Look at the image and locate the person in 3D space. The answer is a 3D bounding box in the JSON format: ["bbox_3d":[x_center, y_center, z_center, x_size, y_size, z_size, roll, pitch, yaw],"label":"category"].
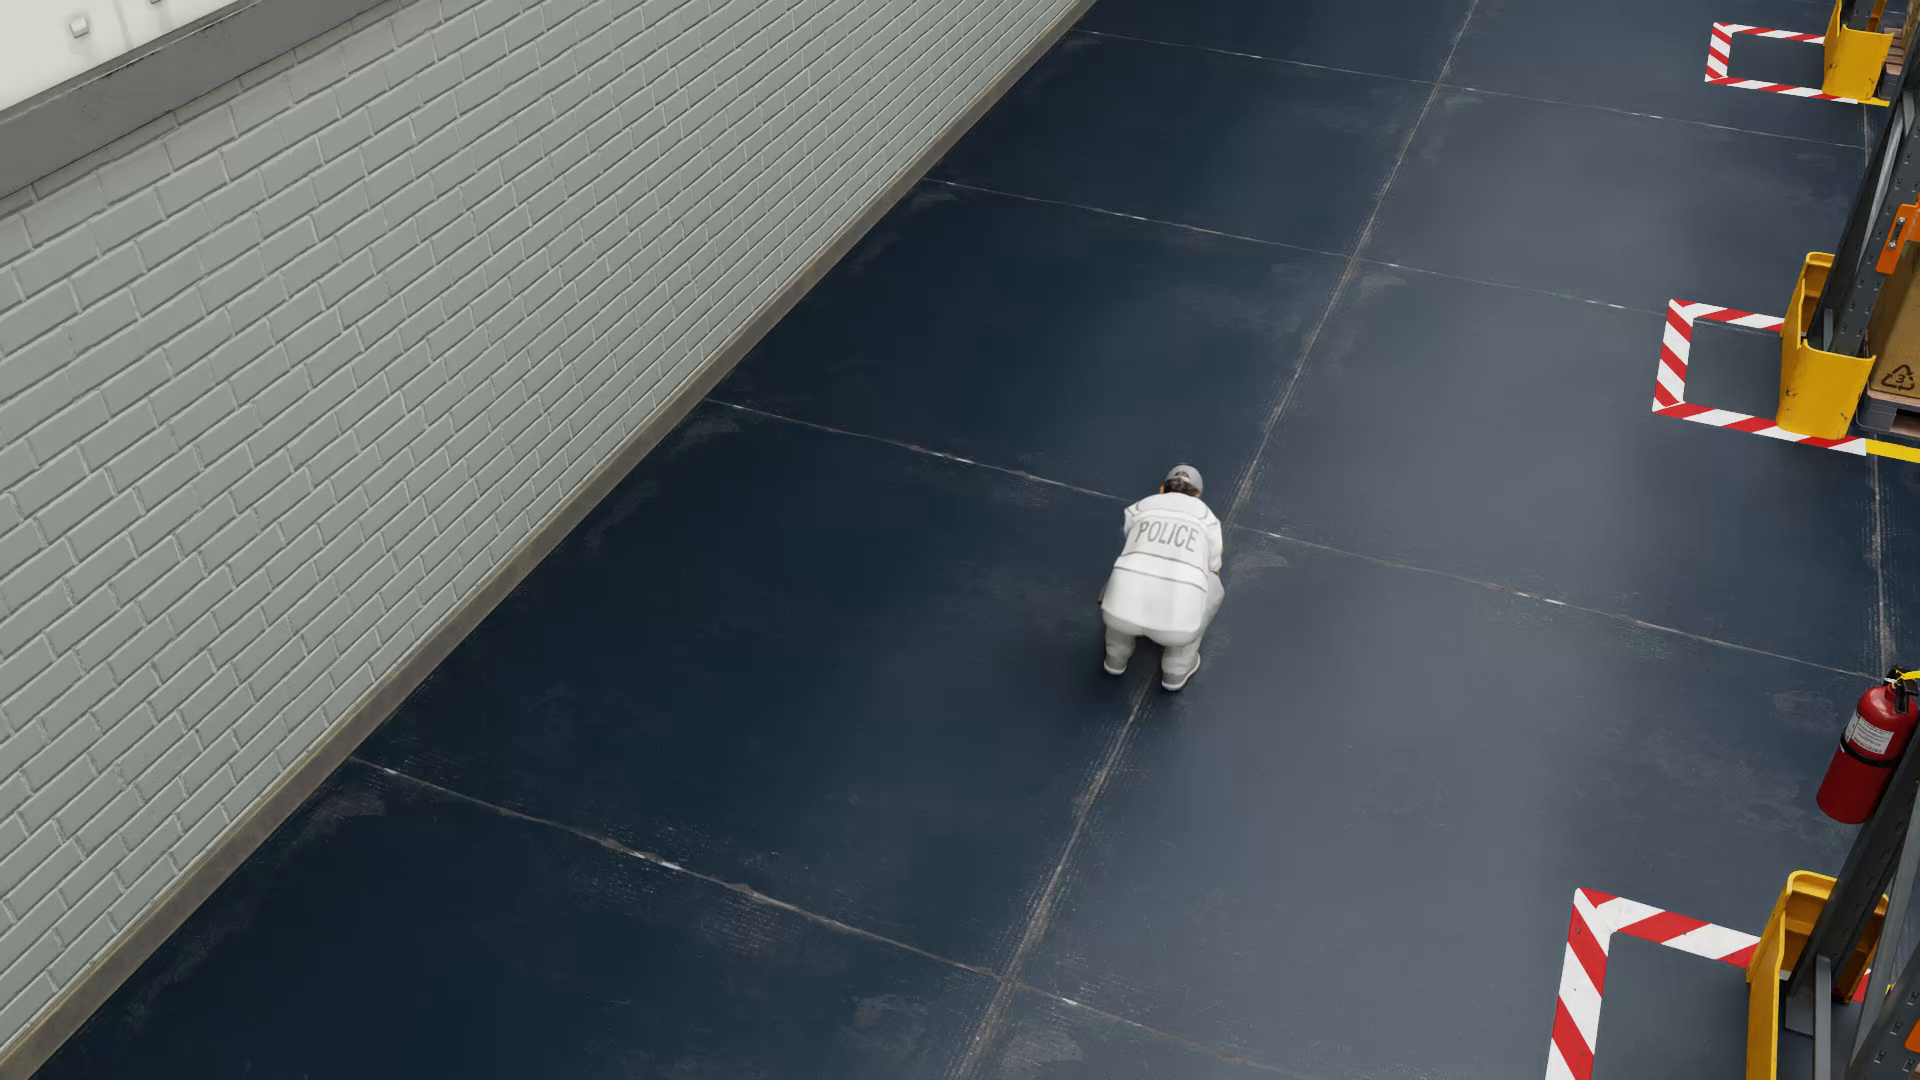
[{"bbox_3d":[0.908,0.186,7.370,0.513,0.772,0.894,13,40,17],"label":"person"}]
